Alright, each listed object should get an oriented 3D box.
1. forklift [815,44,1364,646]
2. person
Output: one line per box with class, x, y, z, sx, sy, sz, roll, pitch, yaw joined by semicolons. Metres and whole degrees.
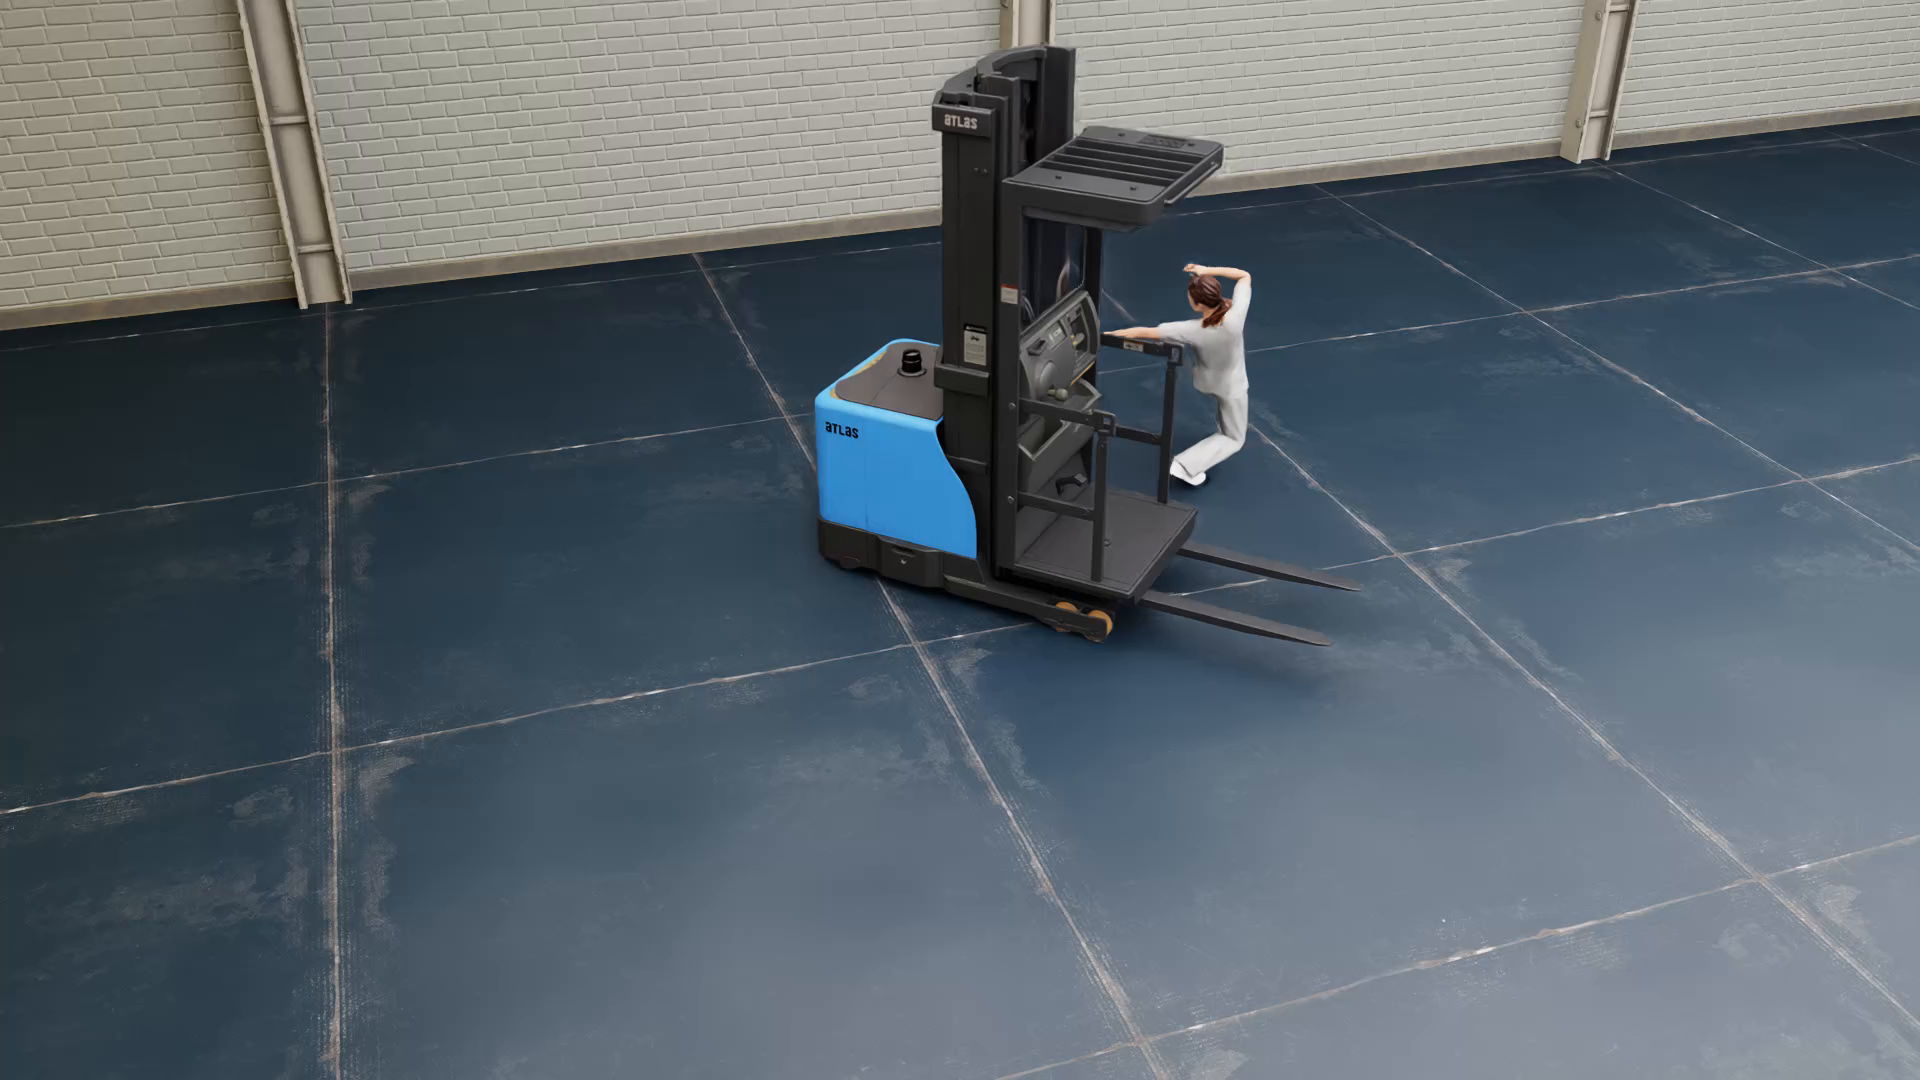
forklift;0.721;-1.021;8.861;3.031;2.935;1.130;14;33;23
person;1.411;-1.129;10.605;0.933;1.380;0.905;15;33;25
